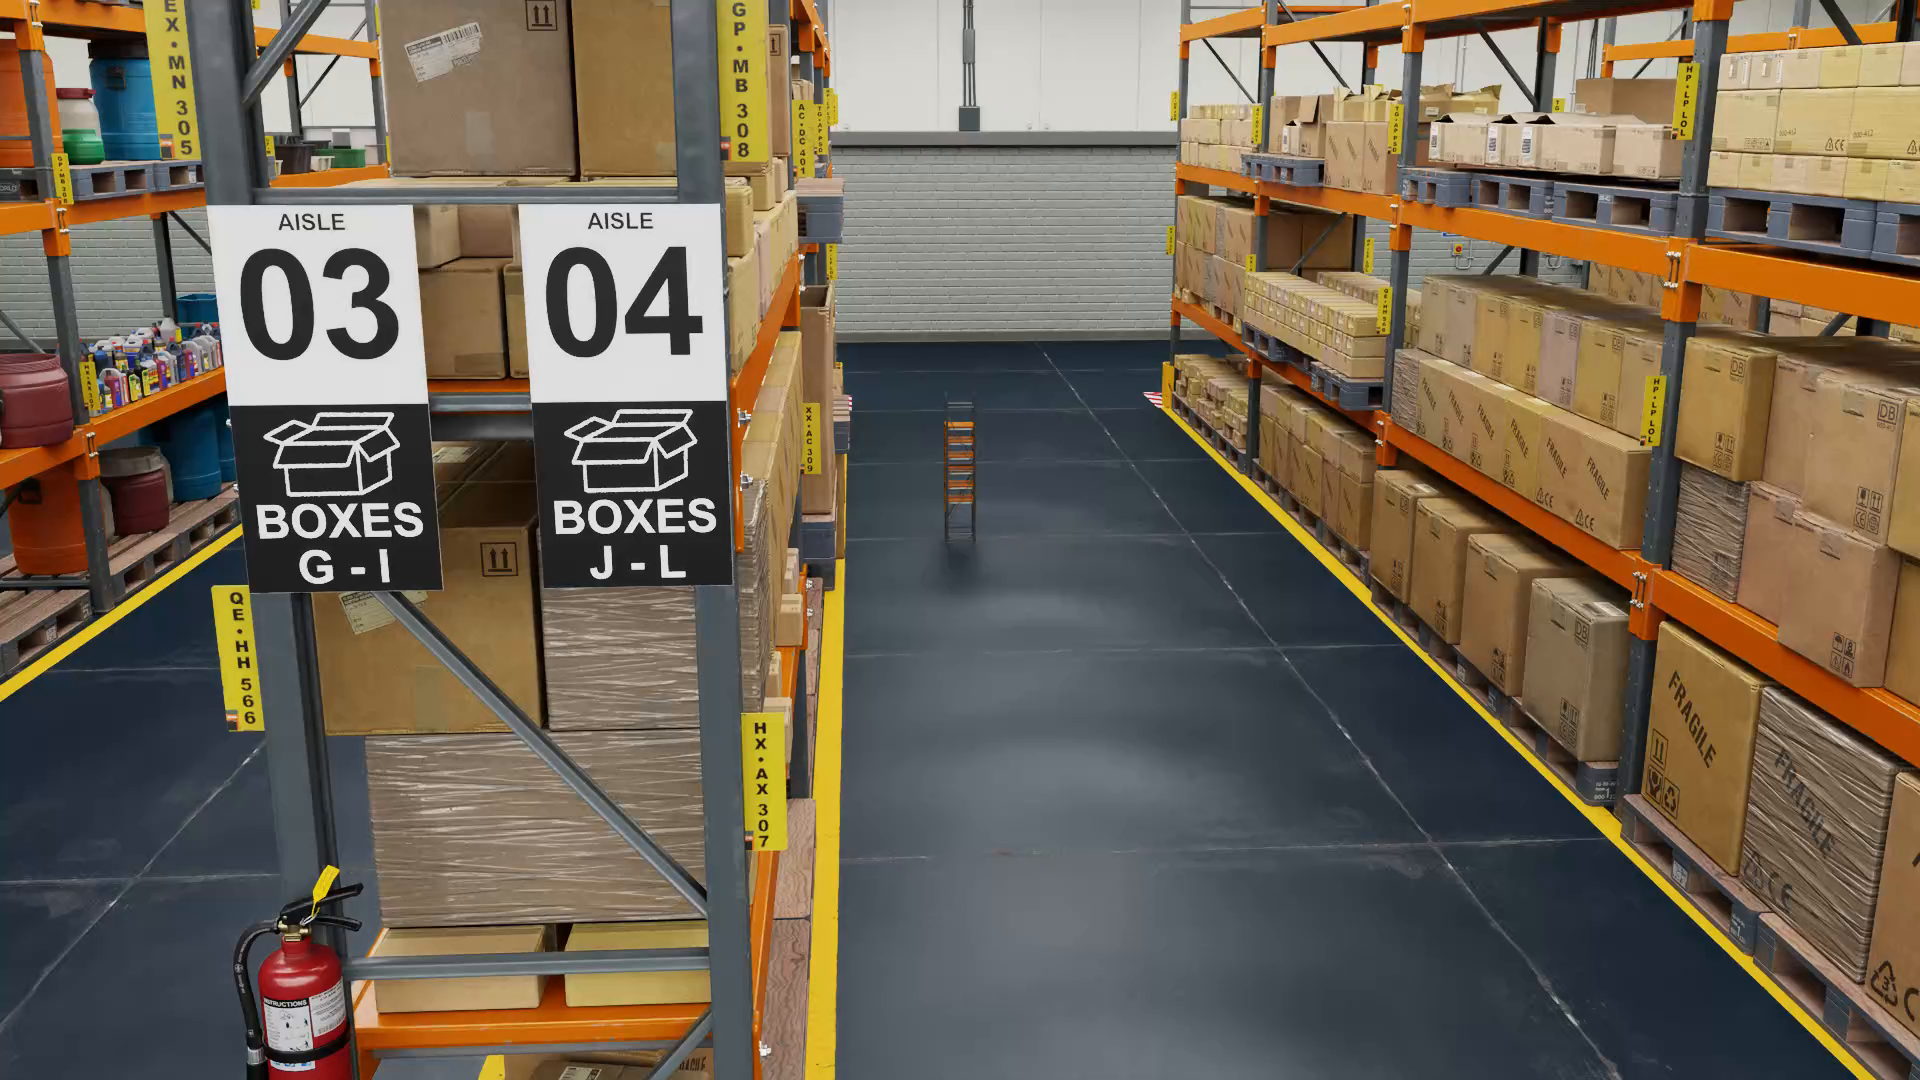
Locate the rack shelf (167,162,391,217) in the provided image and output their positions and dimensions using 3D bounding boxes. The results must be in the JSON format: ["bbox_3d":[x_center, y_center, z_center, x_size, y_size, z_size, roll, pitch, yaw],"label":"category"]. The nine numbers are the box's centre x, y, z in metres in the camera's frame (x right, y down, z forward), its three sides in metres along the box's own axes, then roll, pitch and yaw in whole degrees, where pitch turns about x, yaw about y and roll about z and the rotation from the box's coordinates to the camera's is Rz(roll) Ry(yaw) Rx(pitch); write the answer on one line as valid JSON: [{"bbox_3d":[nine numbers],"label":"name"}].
[{"bbox_3d":[-6.788,-3.545,16.708,1.077,0.370,4.000,-1,14,-3],"label":"rack shelf"}]

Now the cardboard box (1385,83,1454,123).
[{"bbox_3d":[3.199,-3.045,11.584,0.396,0.266,0.258,-1,14,-3],"label":"cardboard box"}]

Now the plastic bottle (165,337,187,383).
[{"bbox_3d":[-6.213,-1.422,13.132,0.144,0.351,0.185,-1,14,-3],"label":"plastic bottle"}]

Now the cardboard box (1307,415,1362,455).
[{"bbox_3d":[3.121,-0.850,13.481,0.500,0.250,0.500,-1,14,-2],"label":"cardboard box"}]

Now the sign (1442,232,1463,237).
[{"bbox_3d":[7.497,-4.715,25.289,0.327,0.218,0.001,-1,14,-3],"label":"sign"}]

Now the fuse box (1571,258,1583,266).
[{"bbox_3d":[9.655,-3.942,25.412,0.539,1.711,0.414,-1,14,-3],"label":"fuse box"}]

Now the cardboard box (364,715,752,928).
[{"bbox_3d":[-0.984,0.635,4.241,0.875,0.500,0.500,-1,14,-3],"label":"cardboard box"}]

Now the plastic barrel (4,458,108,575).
[{"bbox_3d":[-6.464,-0.222,11.883,0.600,0.830,0.708,-1,14,-3],"label":"plastic barrel"}]

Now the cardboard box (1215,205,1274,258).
[{"bbox_3d":[2.882,-3.117,16.815,0.500,0.500,0.500,-1,14,-2],"label":"cardboard box"}]

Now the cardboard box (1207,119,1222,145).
[{"bbox_3d":[2.841,-4.194,17.083,0.500,0.250,0.500,-1,14,-6],"label":"cardboard box"}]

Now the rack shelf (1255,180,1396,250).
[{"bbox_3d":[3.360,-2.678,13.339,1.077,0.370,4.000,-1,14,-3],"label":"rack shelf"}]

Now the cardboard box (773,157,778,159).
[{"bbox_3d":[-0.890,-1.398,6.421,0.380,0.149,0.250,-2,15,-6],"label":"cardboard box"}]

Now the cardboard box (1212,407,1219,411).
[{"bbox_3d":[2.858,-1.309,17.474,0.380,0.149,0.250,-1,14,-2],"label":"cardboard box"}]

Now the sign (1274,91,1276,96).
[{"bbox_3d":[3.543,-4.951,18.953,0.100,0.325,0.005,-1,14,-3],"label":"sign"}]

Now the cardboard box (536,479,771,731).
[{"bbox_3d":[-0.740,0.147,4.131,0.500,0.500,0.500,-1,14,-3],"label":"cardboard box"}]

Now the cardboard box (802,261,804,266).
[{"bbox_3d":[-1.540,-1.903,12.690,0.797,0.503,0.637,-1,14,-2],"label":"cardboard box"}]

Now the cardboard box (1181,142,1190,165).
[{"bbox_3d":[2.760,-4.330,18.618,0.500,0.250,0.500,0,14,-1],"label":"cardboard box"}]

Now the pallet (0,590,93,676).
[{"bbox_3d":[-6.407,0.595,10.789,1.003,0.211,1.213,-1,14,-3],"label":"pallet"}]

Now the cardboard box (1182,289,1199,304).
[{"bbox_3d":[2.701,-2.728,18.614,0.380,0.149,0.250,-1,14,-5],"label":"cardboard box"}]

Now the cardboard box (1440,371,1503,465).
[{"bbox_3d":[3.307,-0.757,10.249,0.500,0.500,0.500,-1,14,-3],"label":"cardboard box"}]

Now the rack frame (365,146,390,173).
[{"bbox_3d":[-6.912,-2.938,18.926,1.000,3.000,0.127,-1,14,-3],"label":"rack frame"}]

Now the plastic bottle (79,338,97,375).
[{"bbox_3d":[-6.926,-1.422,13.133,0.144,0.351,0.185,-1,14,-3],"label":"plastic bottle"}]

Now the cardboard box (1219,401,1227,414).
[{"bbox_3d":[2.882,-1.372,17.120,0.380,0.149,0.250,-1,14,-2],"label":"cardboard box"}]

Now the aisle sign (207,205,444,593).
[{"bbox_3d":[-1.273,-0.274,3.355,0.394,0.787,0.004,-1,14,-3],"label":"aisle sign"}]

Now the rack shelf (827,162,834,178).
[{"bbox_3d":[-1.845,-3.621,17.005,1.077,0.370,4.000,-1,14,-3],"label":"rack shelf"}]

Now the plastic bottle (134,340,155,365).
[{"bbox_3d":[-6.356,-1.386,12.993,0.144,0.351,0.185,-1,14,-3],"label":"plastic bottle"}]

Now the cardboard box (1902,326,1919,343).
[{"bbox_3d":[8.047,-1.718,13.483,0.500,0.250,0.500,-1,14,-5],"label":"cardboard box"}]

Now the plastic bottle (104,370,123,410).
[{"bbox_3d":[-6.096,-1.087,11.965,0.061,0.283,0.133,-1,14,-3],"label":"plastic bottle"}]

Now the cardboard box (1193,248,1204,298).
[{"bbox_3d":[2.816,-2.888,17.933,0.500,0.500,0.500,-1,14,-3],"label":"cardboard box"}]

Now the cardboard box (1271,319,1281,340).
[{"bbox_3d":[2.866,-1.791,14.129,0.380,0.149,0.250,-2,15,-6],"label":"cardboard box"}]

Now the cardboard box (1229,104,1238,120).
[{"bbox_3d":[2.871,-4.219,16.382,0.380,0.149,0.250,-1,15,-6],"label":"cardboard box"}]

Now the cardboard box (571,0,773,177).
[{"bbox_3d":[-0.800,-1.296,4.723,0.500,0.500,0.500,-1,14,-4],"label":"cardboard box"}]

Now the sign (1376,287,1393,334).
[{"bbox_3d":[2.942,-1.588,11.514,0.100,0.325,0.005,-1,14,-3],"label":"sign"}]

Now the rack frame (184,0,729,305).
[{"bbox_3d":[-0.978,-1.941,3.010,1.000,3.000,0.127,-1,14,-3],"label":"rack frame"}]

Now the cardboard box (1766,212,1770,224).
[{"bbox_3d":[7.833,-3.091,16.012,0.380,0.149,0.250,-1,14,-5],"label":"cardboard box"}]

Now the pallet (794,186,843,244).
[{"bbox_3d":[-1.157,-1.547,7.876,1.213,0.211,1.003,-1,14,-3],"label":"pallet"}]

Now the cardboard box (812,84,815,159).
[{"bbox_3d":[-1.194,-2.653,10.595,0.500,0.500,0.500,-1,14,-2],"label":"cardboard box"}]

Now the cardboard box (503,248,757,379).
[{"bbox_3d":[-0.749,-0.539,3.883,0.500,0.250,0.500,0,14,-2],"label":"cardboard box"}]

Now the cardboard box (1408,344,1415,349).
[{"bbox_3d":[3.623,-1.406,12.634,0.380,0.149,0.250,0,14,-1],"label":"cardboard box"}]

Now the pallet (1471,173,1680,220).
[{"bbox_3d":[3.649,-2.000,9.640,1.003,0.211,1.213,0,14,-1],"label":"pallet"}]

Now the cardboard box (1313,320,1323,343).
[{"bbox_3d":[2.946,-1.612,12.836,0.380,0.149,0.250,-1,14,-3],"label":"cardboard box"}]

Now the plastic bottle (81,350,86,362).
[{"bbox_3d":[-6.806,-1.318,12.865,0.061,0.283,0.133,-1,14,-3],"label":"plastic bottle"}]

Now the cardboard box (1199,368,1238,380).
[{"bbox_3d":[2.812,-1.780,18.111,0.380,0.149,0.250,0,14,-1],"label":"cardboard box"}]

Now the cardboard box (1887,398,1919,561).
[{"bbox_3d":[3.807,-0.182,5.745,0.875,0.550,0.500,-1,14,-3],"label":"cardboard box"}]

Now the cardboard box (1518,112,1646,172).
[{"bbox_3d":[3.403,-2.175,9.077,0.500,0.311,0.500,-1,14,-5],"label":"cardboard box"}]

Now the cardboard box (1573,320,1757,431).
[{"bbox_3d":[3.661,-0.865,8.663,0.700,0.500,0.500,-1,14,-4],"label":"cardboard box"}]

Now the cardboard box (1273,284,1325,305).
[{"bbox_3d":[2.867,-2.077,14.047,0.380,0.149,0.250,-1,14,-4],"label":"cardboard box"}]

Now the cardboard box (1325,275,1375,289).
[{"bbox_3d":[3.473,-2.277,14.825,0.380,0.149,0.250,-1,14,-5],"label":"cardboard box"}]

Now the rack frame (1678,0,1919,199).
[{"bbox_3d":[3.731,-2.987,7.076,1.000,3.000,0.127,-1,14,-3],"label":"rack frame"}]

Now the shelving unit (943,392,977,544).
[{"bbox_3d":[0.001,-0.577,13.363,0.258,1.200,0.189,-1,14,-3],"label":"shelving unit"}]

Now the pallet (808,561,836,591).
[{"bbox_3d":[-1.447,0.128,12.604,1.003,0.211,1.213,-1,14,-3],"label":"pallet"}]

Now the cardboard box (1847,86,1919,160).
[{"bbox_3d":[3.547,-1.481,5.902,0.500,0.250,0.500,-1,14,-4],"label":"cardboard box"}]

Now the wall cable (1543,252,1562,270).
[{"bbox_3d":[8.964,-5.086,25.236,0.588,1.984,0.122,-1,14,-3],"label":"wall cable"}]

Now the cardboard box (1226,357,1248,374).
[{"bbox_3d":[3.232,-1.986,18.909,0.380,0.149,0.250,-1,14,-2],"label":"cardboard box"}]
